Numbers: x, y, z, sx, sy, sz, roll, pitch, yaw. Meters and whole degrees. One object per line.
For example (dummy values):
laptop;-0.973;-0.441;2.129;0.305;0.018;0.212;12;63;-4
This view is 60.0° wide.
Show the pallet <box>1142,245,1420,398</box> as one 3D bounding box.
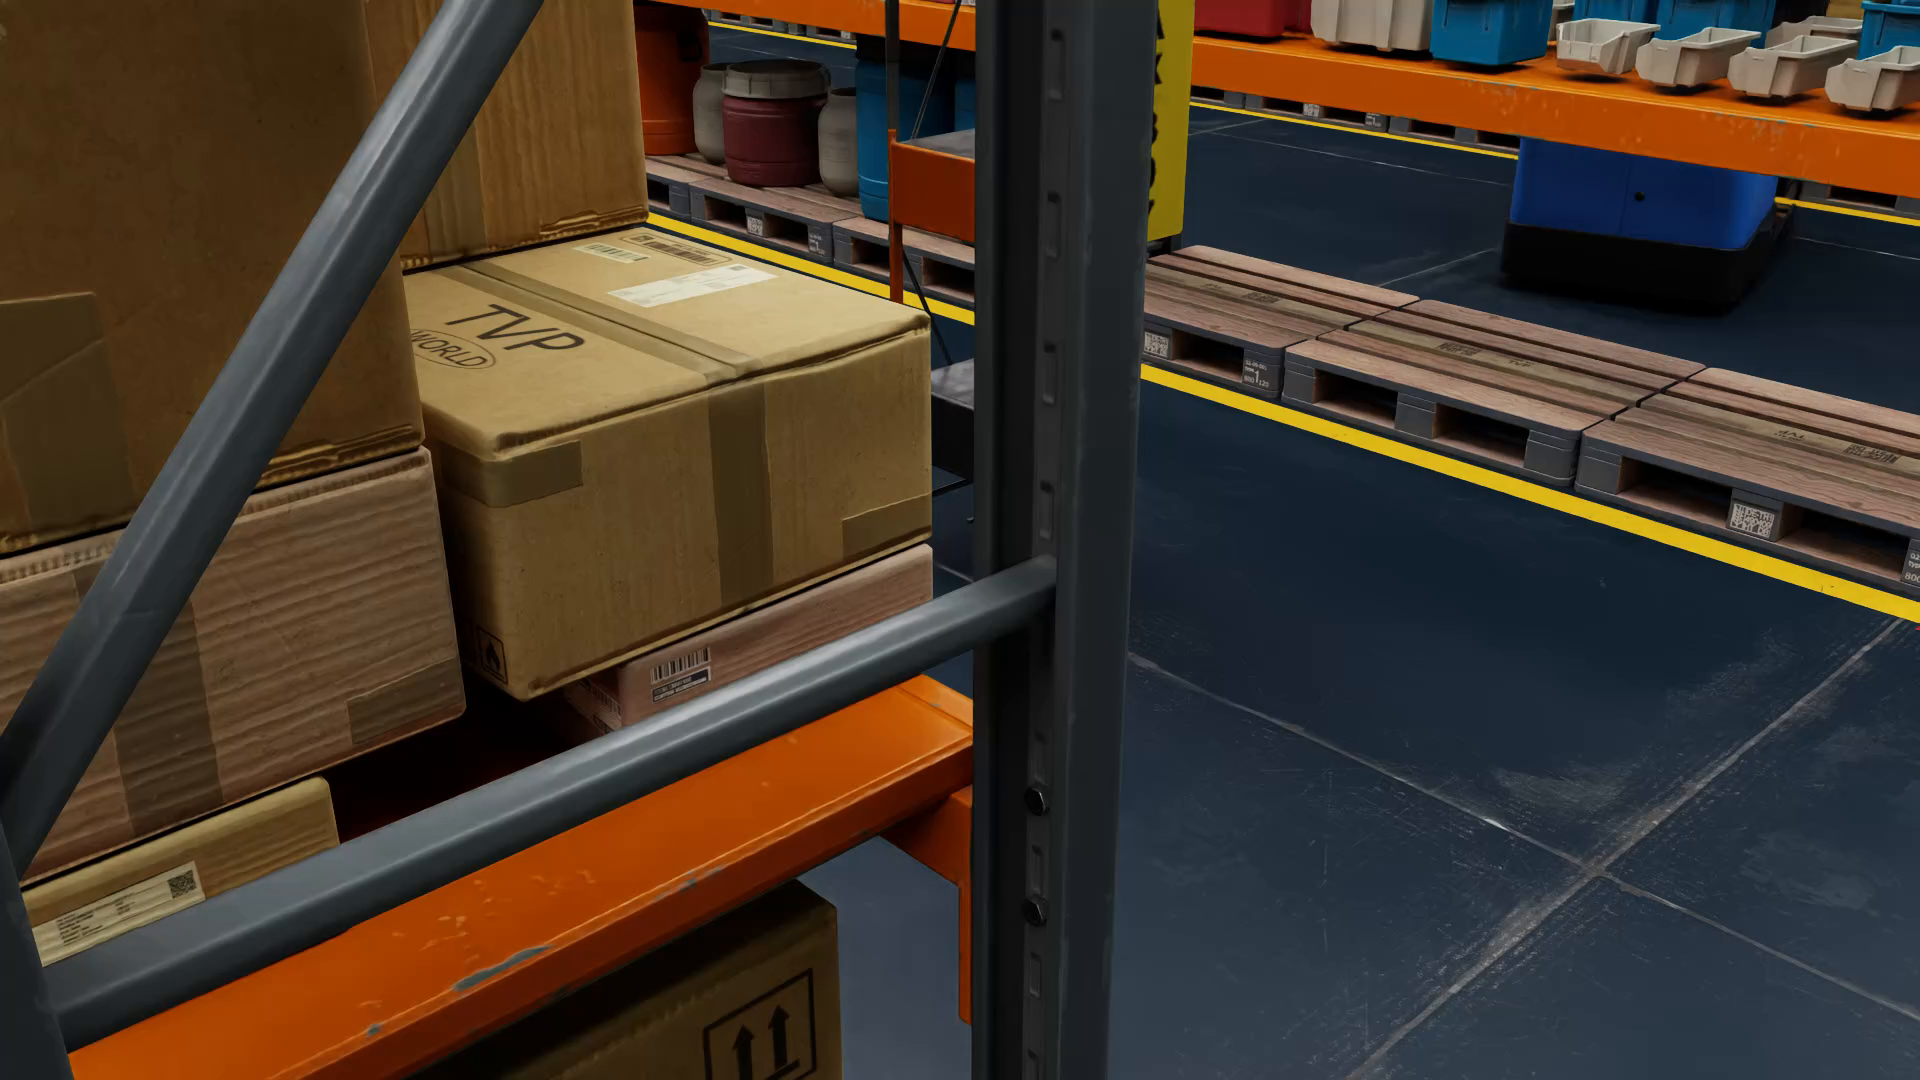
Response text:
pallet;1.165;-0.962;7.105;1.003;0.211;1.213;-21;32;-38

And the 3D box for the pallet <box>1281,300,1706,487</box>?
pallet;2.003;-0.592;6.294;1.003;0.211;1.213;-21;32;-38

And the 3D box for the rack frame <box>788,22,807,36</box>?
rack frame;-1.215;-6.270;15.381;1.000;3.000;0.127;-21;32;-38

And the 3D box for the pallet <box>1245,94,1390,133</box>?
pallet;2.831;-3.183;11.974;1.003;0.211;1.213;-21;32;-38

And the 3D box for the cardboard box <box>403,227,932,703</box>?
cardboard box;-0.378;-0.115;1.710;0.500;0.250;0.500;-22;33;-40

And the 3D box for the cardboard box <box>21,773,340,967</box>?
cardboard box;-0.731;0.274;1.337;0.380;0.149;0.250;-20;32;-38

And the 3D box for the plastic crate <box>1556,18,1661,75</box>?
plastic crate;2.067;-1.587;5.361;0.298;0.136;0.250;-21;32;-38

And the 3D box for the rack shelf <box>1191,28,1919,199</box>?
rack shelf;2.001;-1.509;5.811;1.077;0.370;4.000;-21;32;-38

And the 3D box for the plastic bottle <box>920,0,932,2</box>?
plastic bottle;-0.121;-2.524;7.319;0.152;0.276;0.135;-21;32;-38

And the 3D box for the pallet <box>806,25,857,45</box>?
pallet;-0.683;-4.790;15.494;1.003;0.211;1.213;-21;32;-38

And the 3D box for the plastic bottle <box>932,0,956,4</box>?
plastic bottle;-0.063;-2.474;7.200;0.061;0.283;0.133;-21;32;-38

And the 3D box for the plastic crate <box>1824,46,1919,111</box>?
plastic crate;2.679;-1.334;4.805;0.396;0.136;0.243;-21;32;-38

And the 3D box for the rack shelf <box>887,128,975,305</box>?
rack shelf;0.113;-0.893;4.710;0.431;0.518;0.480;-21;32;-38

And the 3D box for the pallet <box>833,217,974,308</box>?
pallet;0.137;-1.419;8.107;1.003;0.211;1.213;-21;32;-38

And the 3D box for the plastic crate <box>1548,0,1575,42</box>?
plastic crate;2.044;-1.908;6.063;0.293;0.136;0.466;-21;32;-38

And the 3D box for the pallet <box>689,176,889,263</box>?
pallet;-0.701;-1.789;8.918;1.003;0.211;1.213;-21;32;-38

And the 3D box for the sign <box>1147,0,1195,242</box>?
sign;0.162;-0.411;1.399;0.100;0.325;0.005;-21;32;-38

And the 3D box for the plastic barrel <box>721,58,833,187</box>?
plastic barrel;-0.981;-2.263;8.996;0.600;0.588;0.708;-21;32;-38

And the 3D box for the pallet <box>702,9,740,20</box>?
pallet;-2.567;-5.624;17.324;1.003;0.211;1.213;-21;32;-38

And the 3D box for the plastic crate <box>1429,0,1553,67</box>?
plastic crate;1.777;-1.731;5.560;0.416;0.233;0.300;-21;32;-38

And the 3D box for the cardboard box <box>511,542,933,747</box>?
cardboard box;-0.249;0.088;1.747;0.380;0.149;0.250;-21;32;-38

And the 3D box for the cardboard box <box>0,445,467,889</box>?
cardboard box;-0.772;0.036;1.380;0.500;0.250;0.500;-22;32;-39

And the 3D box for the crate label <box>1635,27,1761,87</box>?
crate label;2.283;-1.503;5.176;0.396;0.136;0.243;-21;32;-38

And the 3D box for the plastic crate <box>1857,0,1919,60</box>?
plastic crate;2.990;-1.549;5.162;0.416;0.233;0.300;-21;32;-38

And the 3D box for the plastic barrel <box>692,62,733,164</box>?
plastic barrel;-1.302;-2.424;9.442;0.421;0.512;0.421;0;25;0

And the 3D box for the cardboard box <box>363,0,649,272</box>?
cardboard box;-0.720;-0.607;1.886;0.500;0.500;0.500;-22;33;-40

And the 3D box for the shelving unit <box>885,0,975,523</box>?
shelving unit;0.113;-0.905;4.704;0.431;2.100;0.503;-21;32;-38

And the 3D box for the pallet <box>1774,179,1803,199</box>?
pallet;4.721;-2.369;10.190;1.003;0.211;1.213;-21;32;-38

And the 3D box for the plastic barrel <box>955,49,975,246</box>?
plastic barrel;0.275;-1.849;7.710;0.600;0.901;0.708;-21;32;-38

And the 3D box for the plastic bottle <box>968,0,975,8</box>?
plastic bottle;0.129;-2.414;7.076;0.152;0.276;0.135;-21;32;-38

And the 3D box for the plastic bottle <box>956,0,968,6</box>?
plastic bottle;0.030;-2.407;7.152;0.097;0.201;0.097;0;25;0

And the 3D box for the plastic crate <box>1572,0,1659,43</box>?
plastic crate;2.335;-1.840;5.798;0.416;0.233;0.300;-21;32;-38

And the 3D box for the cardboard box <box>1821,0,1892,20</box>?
cardboard box;7.327;-4.626;13.860;0.750;0.750;0.750;-21;32;-38

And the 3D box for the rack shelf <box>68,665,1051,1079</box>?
rack shelf;-1.614;-0.104;2.731;1.077;0.370;4.000;-21;32;-38

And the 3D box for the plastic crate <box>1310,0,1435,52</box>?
plastic crate;1.543;-1.901;5.874;0.437;0.282;0.530;-21;32;-38

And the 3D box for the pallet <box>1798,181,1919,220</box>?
pallet;5.559;-2.000;9.379;1.003;0.211;1.213;-21;32;-38

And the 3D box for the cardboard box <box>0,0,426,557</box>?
cardboard box;-0.772;-0.307;1.227;0.500;0.500;0.500;-21;32;-38

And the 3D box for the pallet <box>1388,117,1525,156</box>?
pallet;3.669;-2.814;11.163;1.003;0.211;1.213;-21;32;-38

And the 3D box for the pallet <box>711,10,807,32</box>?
pallet;-1.728;-5.255;16.514;1.003;0.211;1.213;-21;32;-38

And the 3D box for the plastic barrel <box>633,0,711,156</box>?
plastic barrel;-1.753;-2.715;9.695;0.600;0.830;0.708;-21;32;-38

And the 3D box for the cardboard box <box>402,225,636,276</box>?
cardboard box;-0.738;-0.270;2.051;0.500;0.250;0.500;-22;32;-39

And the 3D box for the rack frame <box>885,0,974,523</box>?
rack frame;-0.054;-0.979;4.866;0.400;2.100;0.015;-21;32;-38

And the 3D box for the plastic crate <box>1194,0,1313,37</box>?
plastic crate;1.061;-2.157;6.215;0.402;0.464;0.583;-21;32;-38

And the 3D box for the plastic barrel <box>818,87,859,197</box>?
plastic barrel;-0.530;-2.082;8.692;0.421;0.512;0.421;0;25;0

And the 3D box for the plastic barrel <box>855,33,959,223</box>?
plastic barrel;-0.209;-2.063;8.181;0.600;0.901;0.708;-21;32;-38

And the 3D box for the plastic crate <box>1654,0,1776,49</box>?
plastic crate;2.540;-1.749;5.599;0.416;0.233;0.300;-21;32;-38

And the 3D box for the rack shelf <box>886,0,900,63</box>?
rack shelf;0.113;-1.530;4.419;0.431;0.518;0.480;-21;32;-38

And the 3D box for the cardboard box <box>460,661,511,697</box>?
cardboard box;-0.425;0.010;1.916;0.380;0.149;0.250;-22;32;-39

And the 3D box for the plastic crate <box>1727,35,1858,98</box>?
plastic crate;2.491;-1.426;5.006;0.396;0.136;0.243;-21;32;-38

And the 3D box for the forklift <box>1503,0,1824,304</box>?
forklift;3.732;-2.956;8.199;1.130;2.935;3.031;13;28;27

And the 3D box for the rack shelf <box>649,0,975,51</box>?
rack shelf;-0.733;-2.721;8.468;1.077;0.370;4.000;-21;32;-38

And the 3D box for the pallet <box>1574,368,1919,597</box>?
pallet;2.833;-0.223;5.484;1.003;0.211;1.213;-21;32;-38

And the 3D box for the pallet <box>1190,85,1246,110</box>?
pallet;2.001;-3.553;12.784;1.003;0.211;1.213;-21;32;-38

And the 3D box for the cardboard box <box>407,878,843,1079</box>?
cardboard box;-0.743;0.779;1.983;0.875;0.875;0.875;-21;32;-38

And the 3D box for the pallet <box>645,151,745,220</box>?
pallet;-1.531;-2.159;9.728;1.003;0.211;1.213;-21;32;-38

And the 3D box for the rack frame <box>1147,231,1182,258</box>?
rack frame;0.634;-2.443;6.990;1.000;3.000;0.127;-21;32;-38

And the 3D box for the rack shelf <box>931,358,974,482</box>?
rack shelf;0.113;-0.256;5.000;0.431;0.518;0.480;-21;32;-38

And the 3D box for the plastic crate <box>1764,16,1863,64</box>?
plastic crate;2.817;-1.632;5.460;0.250;0.136;0.298;-21;32;-38
